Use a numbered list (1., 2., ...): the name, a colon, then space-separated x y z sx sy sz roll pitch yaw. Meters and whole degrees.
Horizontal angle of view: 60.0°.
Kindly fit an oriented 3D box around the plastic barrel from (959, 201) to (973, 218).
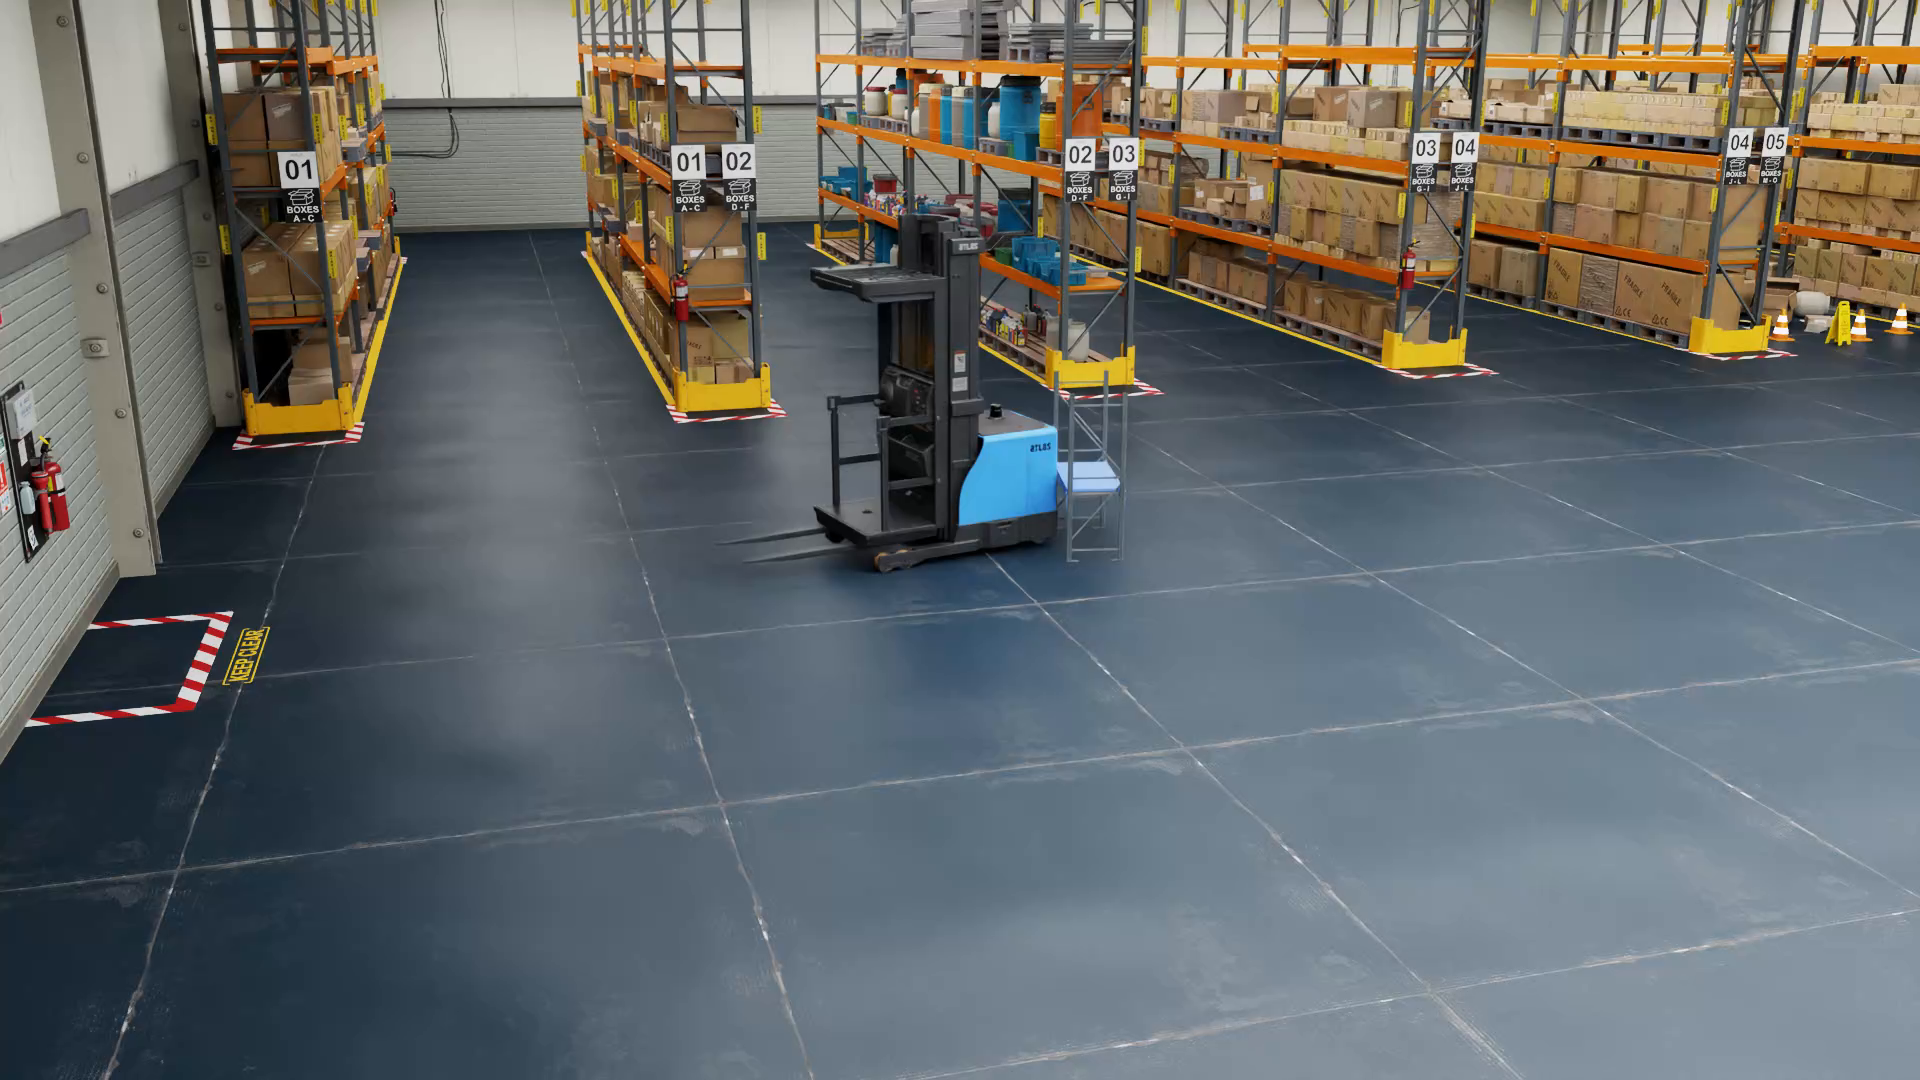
1. plastic barrel: 0.200 -5.381 27.755 0.421 0.512 0.421 0 17 0

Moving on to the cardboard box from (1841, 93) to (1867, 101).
1. cardboard box: 18.279 -9.050 34.000 0.380 0.149 0.250 -4 17 -13

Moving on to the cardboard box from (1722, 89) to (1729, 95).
1. cardboard box: 17.219 -9.977 37.051 0.380 0.149 0.250 -4 17 -14

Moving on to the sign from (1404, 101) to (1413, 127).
1. sign: 6.017 -5.712 22.300 0.100 0.325 0.005 -5 17 -15

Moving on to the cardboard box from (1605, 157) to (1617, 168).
1. cardboard box: 13.344 -7.677 33.681 0.500 0.500 0.500 -4 17 -14

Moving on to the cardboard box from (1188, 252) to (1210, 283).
1. cardboard box: 4.561 -4.933 30.038 0.700 0.500 0.500 -6 18 -18

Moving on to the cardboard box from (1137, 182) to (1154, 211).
1. cardboard box: 3.707 -6.550 31.666 0.500 0.500 0.500 -5 18 -17

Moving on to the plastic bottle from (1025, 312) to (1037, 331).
1. plastic bottle: 1.066 -3.284 24.939 0.152 0.276 0.135 -5 17 -15

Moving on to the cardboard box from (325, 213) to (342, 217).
1. cardboard box: -9.084 -4.379 23.675 0.700 0.500 0.500 -3 17 -10

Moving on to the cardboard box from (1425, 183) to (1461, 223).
1. cardboard box: 6.667 -4.733 23.364 0.500 0.500 0.500 -5 17 -15

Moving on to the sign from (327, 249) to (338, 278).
1. sign: -7.210 -3.173 19.094 0.100 0.325 0.005 -5 17 -15

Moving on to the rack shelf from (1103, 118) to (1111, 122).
1. rack shelf: 2.709 -8.855 35.550 1.077 0.370 4.000 -5 17 -15

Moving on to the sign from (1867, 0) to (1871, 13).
1. sign: 15.512 -9.176 28.395 0.100 0.325 0.005 -5 17 -15

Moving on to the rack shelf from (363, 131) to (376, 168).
1. rack shelf: -10.480 -6.573 27.956 1.077 0.370 4.000 -5 17 -15

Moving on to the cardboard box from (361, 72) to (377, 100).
1. cardboard box: -11.244 -8.505 31.188 0.500 0.500 0.500 -5 17 -15

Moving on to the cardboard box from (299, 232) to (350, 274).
1. cardboard box: -7.989 -3.591 20.912 0.500 0.500 0.500 -4 17 -14

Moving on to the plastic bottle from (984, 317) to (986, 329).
1. plastic bottle: 0.417 -3.296 25.110 0.097 0.201 0.097 0 17 0

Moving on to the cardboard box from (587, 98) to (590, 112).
1. cardboard box: -7.068 -8.560 32.710 0.500 0.250 0.500 -5 17 -15

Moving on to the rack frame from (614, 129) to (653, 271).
1. rack frame: -5.168 -5.321 27.749 1.000 3.000 0.127 -5 17 -15

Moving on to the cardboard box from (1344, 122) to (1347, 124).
1. cardboard box: 6.063 -6.267 25.254 0.380 0.149 0.250 -5 18 -17

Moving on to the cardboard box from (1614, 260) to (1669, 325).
1. cardboard box: 10.860 -3.863 25.861 0.875 0.875 0.875 -5 17 -16

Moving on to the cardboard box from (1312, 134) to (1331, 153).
1. cardboard box: 5.611 -5.932 24.832 0.500 0.250 0.500 -5 18 -17

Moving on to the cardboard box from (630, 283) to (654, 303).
1. cardboard box: -4.874 -3.878 26.019 0.500 0.311 0.500 -5 17 -16

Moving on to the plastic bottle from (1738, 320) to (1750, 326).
1. plastic bottle: 12.639 -3.502 26.801 0.133 0.061 0.283 -12 20 -34

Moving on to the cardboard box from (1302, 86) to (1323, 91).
1. cardboard box: 7.558 -9.652 35.654 0.380 0.149 0.250 -4 17 -13

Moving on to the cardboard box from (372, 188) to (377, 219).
1. cardboard box: -10.238 -5.709 28.316 0.500 0.500 0.500 -4 17 -14

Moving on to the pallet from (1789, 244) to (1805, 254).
1. pallet: 18.489 -6.154 35.370 1.003 0.211 1.213 -5 17 -15

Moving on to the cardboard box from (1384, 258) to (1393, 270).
1. cardboard box: 6.212 -3.902 23.461 0.380 0.149 0.250 -5 17 -15

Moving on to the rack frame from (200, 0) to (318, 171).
1. rack frame: -7.731 -5.588 18.212 1.000 3.000 0.127 -5 17 -15

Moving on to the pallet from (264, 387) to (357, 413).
1. pallet: -7.942 -1.628 20.304 1.003 0.211 1.213 -5 17 -15

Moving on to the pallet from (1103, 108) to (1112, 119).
1. pallet: 3.044 -8.831 34.374 1.003 0.211 1.213 -5 17 -15

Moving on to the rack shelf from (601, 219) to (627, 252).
1. rack shelf: -5.718 -5.530 29.695 1.077 0.370 4.000 -5 17 -15

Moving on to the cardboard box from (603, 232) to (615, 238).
1. cardboard box: -6.789 -5.962 33.457 0.797 0.503 0.637 -5 17 -15

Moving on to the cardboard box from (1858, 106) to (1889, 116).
1. cardboard box: 15.085 -7.083 27.451 0.380 0.149 0.250 -5 18 -17

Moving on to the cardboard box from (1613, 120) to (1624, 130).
1. cardboard box: 10.379 -6.446 25.815 0.380 0.149 0.250 -5 17 -15

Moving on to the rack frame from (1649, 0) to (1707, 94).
1. rack frame: 13.886 -9.760 32.099 1.000 3.000 0.127 -5 17 -15

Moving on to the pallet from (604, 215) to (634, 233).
1. pallet: -5.422 -5.411 28.383 1.213 0.211 1.003 -5 17 -15

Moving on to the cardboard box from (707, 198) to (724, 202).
1. cardboard box: -3.250 -4.067 21.146 0.700 0.500 0.500 -5 17 -17

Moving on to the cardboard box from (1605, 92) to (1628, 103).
1. cardboard box: 10.309 -6.899 25.934 0.380 0.149 0.250 -5 17 -15

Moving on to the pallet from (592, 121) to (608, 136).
1. pallet: -5.868 -7.301 29.455 1.213 0.211 1.003 -5 17 -15

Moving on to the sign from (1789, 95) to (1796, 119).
1. sign: 11.889 -6.190 23.771 0.100 0.325 0.005 -5 17 -15

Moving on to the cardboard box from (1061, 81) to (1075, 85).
1. cardboard box: 2.581 -9.605 35.721 0.700 0.500 0.500 -6 18 -19

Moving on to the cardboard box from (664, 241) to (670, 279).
1. cardboard box: -3.655 -3.856 22.698 0.700 0.500 0.500 -4 17 -14

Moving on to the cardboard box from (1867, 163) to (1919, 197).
1. cardboard box: 15.360 -5.889 27.213 0.700 0.500 0.500 -5 17 -16

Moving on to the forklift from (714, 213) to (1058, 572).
1. forklift: -0.651 -1.299 14.479 3.031 2.935 1.130 -9 19 -28

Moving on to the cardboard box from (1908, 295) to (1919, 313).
1. cardboard box: 15.597 -3.767 26.626 0.500 0.250 0.500 -5 17 -16

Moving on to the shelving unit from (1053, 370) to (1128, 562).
1. shelving unit: 1.147 -0.680 14.908 0.538 1.500 1.048 -1 17 -4

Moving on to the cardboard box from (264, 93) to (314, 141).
1. cardboard box: -7.604 -4.814 18.901 0.500 0.500 0.500 -6 18 -19

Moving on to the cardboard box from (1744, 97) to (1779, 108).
1. cardboard box: 11.568 -6.319 24.005 0.380 0.149 0.250 -5 17 -15

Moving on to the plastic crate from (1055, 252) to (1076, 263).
1. plastic crate: 1.385 -4.050 23.976 0.530 0.136 0.437 -5 17 -15

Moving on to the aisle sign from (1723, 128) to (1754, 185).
1. aisle sign: 11.084 -5.456 23.681 0.394 0.787 0.004 -5 17 -15

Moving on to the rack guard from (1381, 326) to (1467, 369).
1. rack guard: 6.536 -2.714 23.416 1.175 0.500 0.348 -5 17 -15

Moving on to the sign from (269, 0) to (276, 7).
1. sign: -10.463 -8.280 25.273 0.100 0.325 0.005 -5 17 -15

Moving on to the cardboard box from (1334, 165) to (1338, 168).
1. cardboard box: 7.872 -7.646 34.164 0.380 0.149 0.250 -5 17 -15
